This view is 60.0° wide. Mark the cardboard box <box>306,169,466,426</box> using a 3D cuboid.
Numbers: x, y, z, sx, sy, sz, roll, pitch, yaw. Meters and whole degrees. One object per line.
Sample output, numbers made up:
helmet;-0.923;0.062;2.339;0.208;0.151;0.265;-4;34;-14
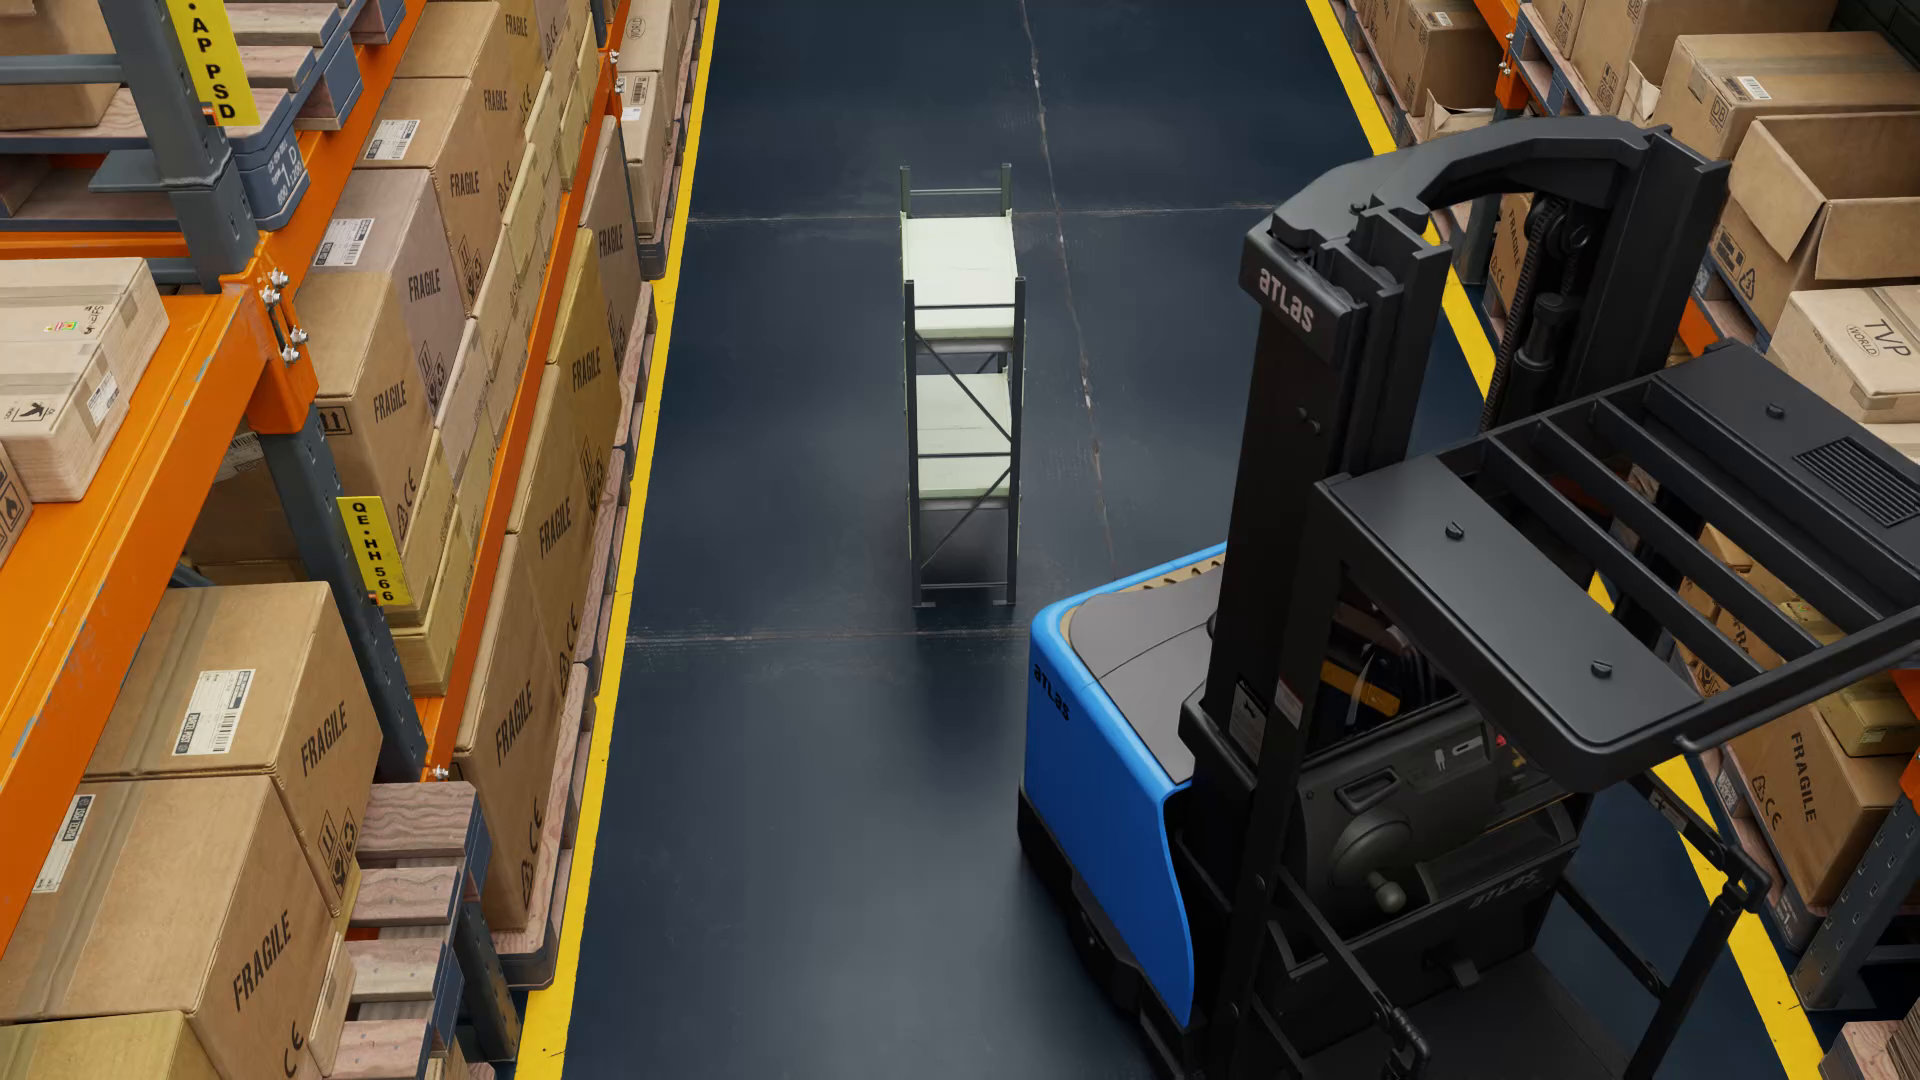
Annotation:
cardboard box;-1.652;-0.632;4.406;0.500;0.500;0.500;-1;43;-2

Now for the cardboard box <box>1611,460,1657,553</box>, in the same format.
cardboard box;2.805;-0.252;6.344;0.500;0.500;0.500;-3;43;-3

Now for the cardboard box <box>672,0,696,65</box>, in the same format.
cardboard box;-2.010;-3.103;9.501;0.875;0.438;0.875;-1;43;-1

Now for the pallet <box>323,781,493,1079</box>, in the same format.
pallet;-1.708;0.996;3.585;1.213;0.211;1.003;-2;43;-2

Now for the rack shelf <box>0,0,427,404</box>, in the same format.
rack shelf;-1.930;-1.743;4.744;1.077;0.370;4.000;-2;43;-2

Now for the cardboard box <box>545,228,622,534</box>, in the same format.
cardboard box;-1.863;-0.599;6.445;0.875;0.875;0.875;-1;43;-1

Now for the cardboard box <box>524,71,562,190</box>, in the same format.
cardboard box;-1.697;-1.404;5.803;0.500;0.250;0.500;-1;43;-1

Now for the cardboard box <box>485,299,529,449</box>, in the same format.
cardboard box;-1.670;-0.535;5.225;0.500;0.250;0.500;0;43;0

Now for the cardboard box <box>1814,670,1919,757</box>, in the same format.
cardboard box;2.840;0.504;5.039;0.380;0.149;0.250;-4;43;-4

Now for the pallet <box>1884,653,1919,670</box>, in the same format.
pallet;3.015;-0.082;4.762;1.213;0.211;1.003;-2;43;-2

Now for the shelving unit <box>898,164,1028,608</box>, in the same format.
shelving unit;0.000;-0.548;6.238;0.431;1.500;0.755;-2;43;-2

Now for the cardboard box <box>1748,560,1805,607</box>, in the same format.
cardboard box;2.830;0.142;5.435;0.380;0.149;0.250;-3;43;-3

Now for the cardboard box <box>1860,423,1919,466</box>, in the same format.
cardboard box;2.703;-0.192;4.615;0.380;0.149;0.250;-1;43;-1

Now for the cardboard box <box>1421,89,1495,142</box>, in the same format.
cardboard box;2.612;-2.153;8.592;0.396;0.266;0.258;0;43;0

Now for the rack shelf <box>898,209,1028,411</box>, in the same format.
rack shelf;0.000;-0.836;5.975;0.431;0.370;0.720;-2;43;-2

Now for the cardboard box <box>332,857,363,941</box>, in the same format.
cardboard box;-1.512;0.779;3.556;0.380;0.149;0.250;-1;43;-1

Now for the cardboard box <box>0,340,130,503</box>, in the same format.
cardboard box;-1.603;-0.191;2.705;0.380;0.149;0.250;-2;43;-2

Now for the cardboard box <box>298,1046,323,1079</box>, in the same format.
cardboard box;-1.454;1.118;3.186;0.380;0.149;0.250;-4;43;-4

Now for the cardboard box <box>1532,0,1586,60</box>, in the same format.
cardboard box;2.741;-2.256;6.607;0.700;0.500;0.500;-1;43;-1

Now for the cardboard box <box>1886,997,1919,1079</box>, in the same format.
cardboard box;3.127;1.445;4.401;0.875;0.625;0.625;0;43;0

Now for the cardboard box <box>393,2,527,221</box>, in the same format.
cardboard box;-1.677;-1.323;5.159;0.500;0.500;0.500;-1;43;-1

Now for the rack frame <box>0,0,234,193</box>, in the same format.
rack frame;-1.845;-1.764;2.015;1.000;3.000;0.127;-2;43;-2

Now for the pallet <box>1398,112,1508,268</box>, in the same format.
pallet;2.916;-1.833;8.594;1.003;0.211;1.213;-2;43;-2

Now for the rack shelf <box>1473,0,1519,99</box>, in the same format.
rack shelf;2.859;-3.483;8.862;1.077;0.370;4.000;-2;43;-2

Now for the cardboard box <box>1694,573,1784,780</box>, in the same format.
cardboard box;2.870;0.452;5.576;0.500;0.500;0.500;-2;43;-2

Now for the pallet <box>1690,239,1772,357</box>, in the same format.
pallet;3.027;-0.939;5.697;1.003;0.211;1.213;-2;43;-2

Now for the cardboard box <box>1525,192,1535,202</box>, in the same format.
cardboard box;2.693;-1.620;7.357;0.380;0.149;0.250;0;43;0

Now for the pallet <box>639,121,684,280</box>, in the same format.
pallet;-1.969;-1.740;8.493;1.003;0.211;1.213;-2;43;-2

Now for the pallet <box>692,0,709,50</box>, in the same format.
pallet;-2.073;-3.388;10.290;1.003;0.211;1.213;-2;43;-2

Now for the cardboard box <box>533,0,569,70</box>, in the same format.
cardboard box;-1.716;-2.015;5.914;0.500;0.500;0.500;-1;43;-1

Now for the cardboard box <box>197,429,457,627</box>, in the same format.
cardboard box;-1.620;-0.031;4.305;0.500;0.250;0.500;-2;43;-2

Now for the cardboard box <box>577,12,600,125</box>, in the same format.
cardboard box;-1.744;-1.902;6.716;0.500;0.250;0.500;-3;43;-3

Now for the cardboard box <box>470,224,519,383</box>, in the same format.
cardboard box;-1.650;-0.716;5.053;0.500;0.250;0.500;-2;43;-2

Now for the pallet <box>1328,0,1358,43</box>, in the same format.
pallet;2.812;-3.481;10.391;1.003;0.211;1.213;-2;43;-2

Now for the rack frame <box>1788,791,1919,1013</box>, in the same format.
rack frame;3.114;0.303;4.200;1.000;3.000;0.127;-2;43;-2

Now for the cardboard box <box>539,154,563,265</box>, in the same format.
cardboard box;-1.721;-1.217;5.969;0.500;0.250;0.500;-3;43;-3

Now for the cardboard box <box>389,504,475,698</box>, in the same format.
cardboard box;-1.615;0.165;4.461;0.500;0.250;0.500;-2;43;-3

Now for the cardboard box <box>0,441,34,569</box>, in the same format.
cardboard box;-1.815;-0.055;2.296;0.700;0.500;0.500;-2;43;-2

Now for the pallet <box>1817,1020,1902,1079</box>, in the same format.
pallet;3.110;1.887;4.535;1.003;0.211;1.213;-2;43;-2

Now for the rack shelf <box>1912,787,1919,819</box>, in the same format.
rack shelf;3.199;1.918;2.970;1.077;0.370;4.000;-2;43;-2

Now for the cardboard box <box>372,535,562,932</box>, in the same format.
cardboard box;-1.791;0.607;5.129;0.875;0.875;0.875;-2;43;-2

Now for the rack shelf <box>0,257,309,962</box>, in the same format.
rack shelf;-1.760;0.957;1.798;1.077;0.370;4.000;-2;43;-2

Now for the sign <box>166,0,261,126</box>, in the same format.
sign;-1.303;-0.863;2.869;0.100;0.325;0.005;-2;43;-2

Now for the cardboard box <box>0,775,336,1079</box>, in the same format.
cardboard box;-1.515;0.794;3.059;0.500;0.500;0.500;-2;43;-2

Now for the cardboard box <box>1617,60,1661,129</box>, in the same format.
cardboard box;2.620;-1.554;6.014;0.396;0.266;0.258;0;43;0

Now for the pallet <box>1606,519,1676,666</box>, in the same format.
pallet;3.071;0.004;6.590;1.003;0.211;1.213;-2;43;-2

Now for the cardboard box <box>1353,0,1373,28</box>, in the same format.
cardboard box;2.703;-3.338;9.711;0.700;0.500;0.500;0;43;0

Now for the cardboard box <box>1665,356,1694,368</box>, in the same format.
cardboard box;2.852;-0.559;6.199;0.380;0.149;0.250;-1;43;-2

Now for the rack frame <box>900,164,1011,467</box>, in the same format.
rack frame;-0.015;-0.795;6.508;0.400;1.500;0.023;-2;43;-2

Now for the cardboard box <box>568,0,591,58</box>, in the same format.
cardboard box;-1.753;-2.091;6.553;0.500;0.250;0.500;-2;43;-2

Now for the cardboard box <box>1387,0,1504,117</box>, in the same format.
cardboard box;2.747;-2.637;8.946;0.700;0.500;0.500;-3;43;-3

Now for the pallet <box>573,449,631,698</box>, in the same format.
pallet;-1.852;0.119;6.463;1.003;0.211;1.213;-2;43;-2

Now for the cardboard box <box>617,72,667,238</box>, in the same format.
cardboard box;-1.934;-1.890;8.177;0.875;0.438;0.875;-2;43;-2

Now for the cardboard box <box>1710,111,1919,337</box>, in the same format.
cardboard box;2.860;-0.987;5.220;0.797;0.503;0.637;-3;43;-3

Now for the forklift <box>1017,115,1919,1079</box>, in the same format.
forklift;1.299;0.669;3.851;1.130;2.935;3.031;-19;46;-19
